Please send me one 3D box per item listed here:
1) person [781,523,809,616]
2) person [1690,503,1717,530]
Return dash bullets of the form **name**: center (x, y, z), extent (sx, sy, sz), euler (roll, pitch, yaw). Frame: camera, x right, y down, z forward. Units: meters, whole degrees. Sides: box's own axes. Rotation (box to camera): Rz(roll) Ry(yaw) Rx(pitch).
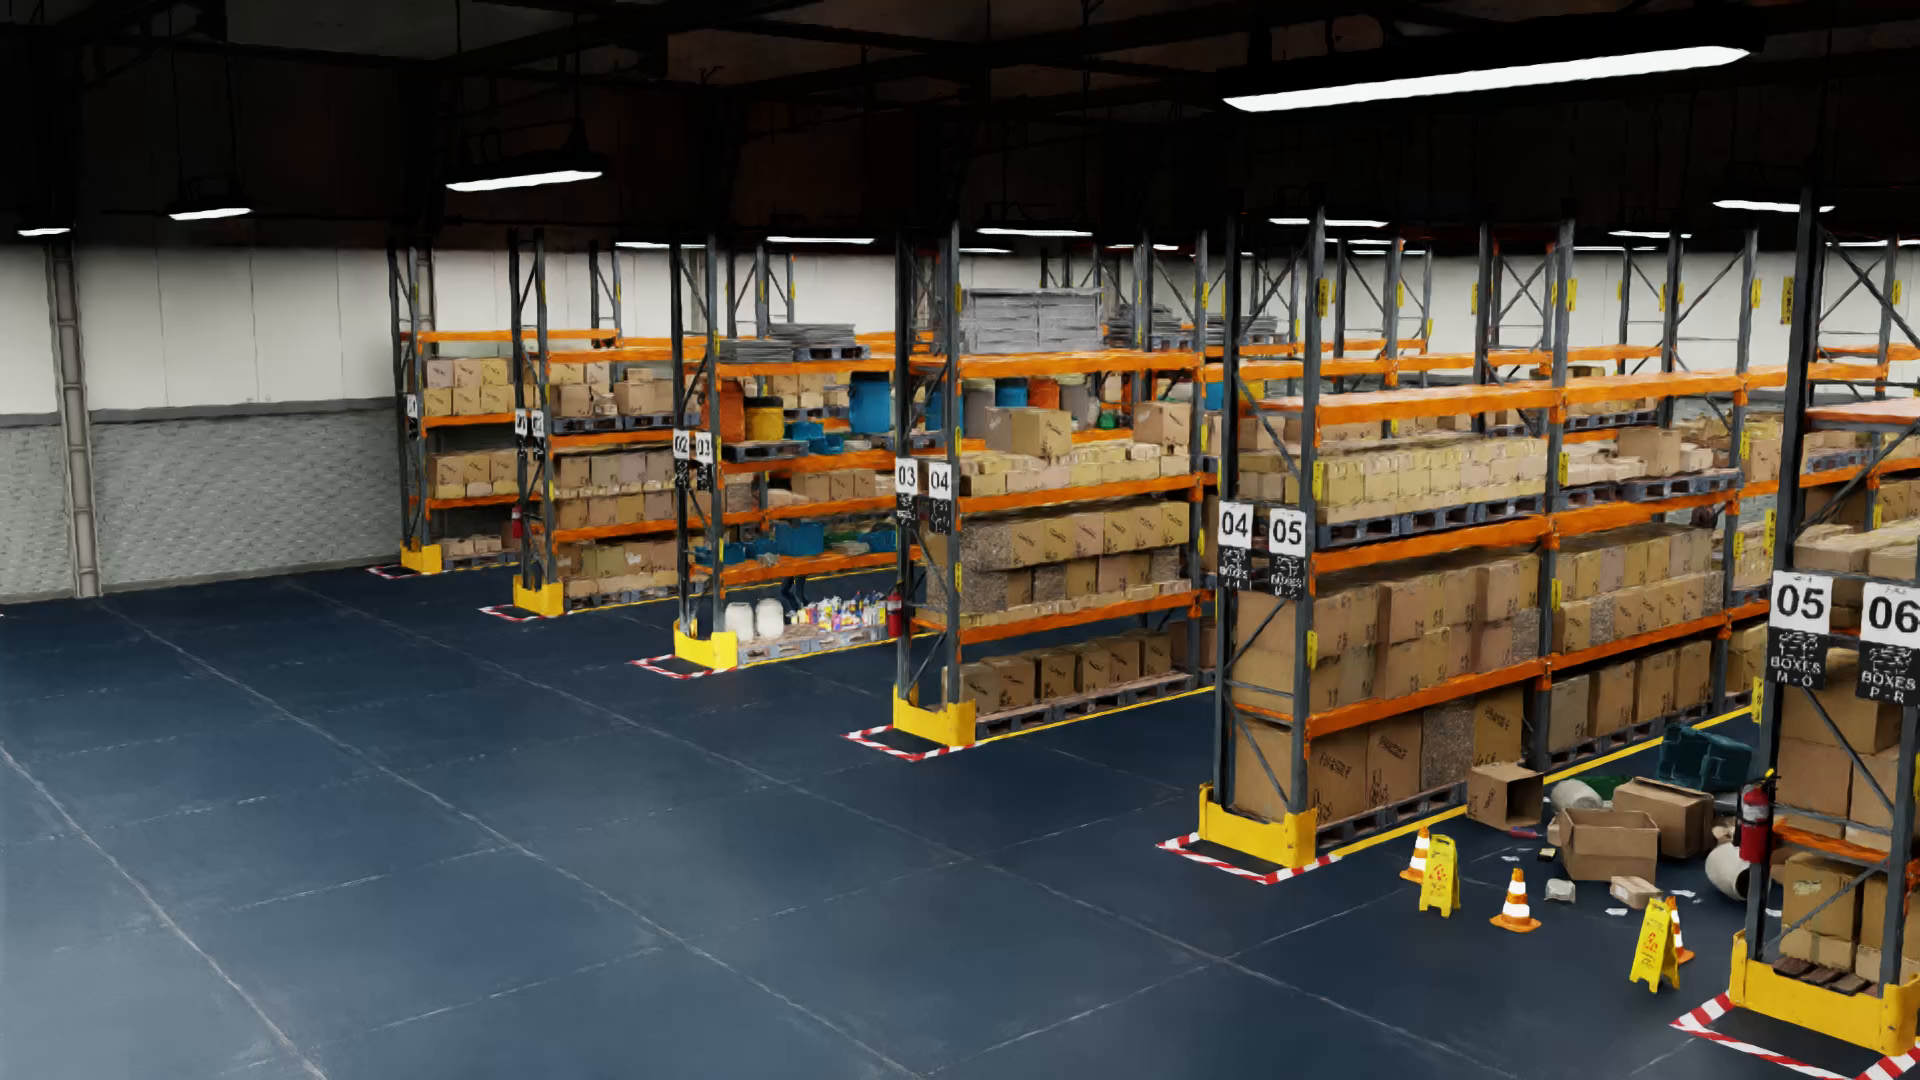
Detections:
- **person**: center (-2.532, 0.491, 25.637), extent (0.519, 1.526, 0.566), euler (-8, 12, -42)
- **person**: center (12.302, 0.061, 27.503), extent (0.690, 1.777, 0.519), euler (-5, 10, -29)
